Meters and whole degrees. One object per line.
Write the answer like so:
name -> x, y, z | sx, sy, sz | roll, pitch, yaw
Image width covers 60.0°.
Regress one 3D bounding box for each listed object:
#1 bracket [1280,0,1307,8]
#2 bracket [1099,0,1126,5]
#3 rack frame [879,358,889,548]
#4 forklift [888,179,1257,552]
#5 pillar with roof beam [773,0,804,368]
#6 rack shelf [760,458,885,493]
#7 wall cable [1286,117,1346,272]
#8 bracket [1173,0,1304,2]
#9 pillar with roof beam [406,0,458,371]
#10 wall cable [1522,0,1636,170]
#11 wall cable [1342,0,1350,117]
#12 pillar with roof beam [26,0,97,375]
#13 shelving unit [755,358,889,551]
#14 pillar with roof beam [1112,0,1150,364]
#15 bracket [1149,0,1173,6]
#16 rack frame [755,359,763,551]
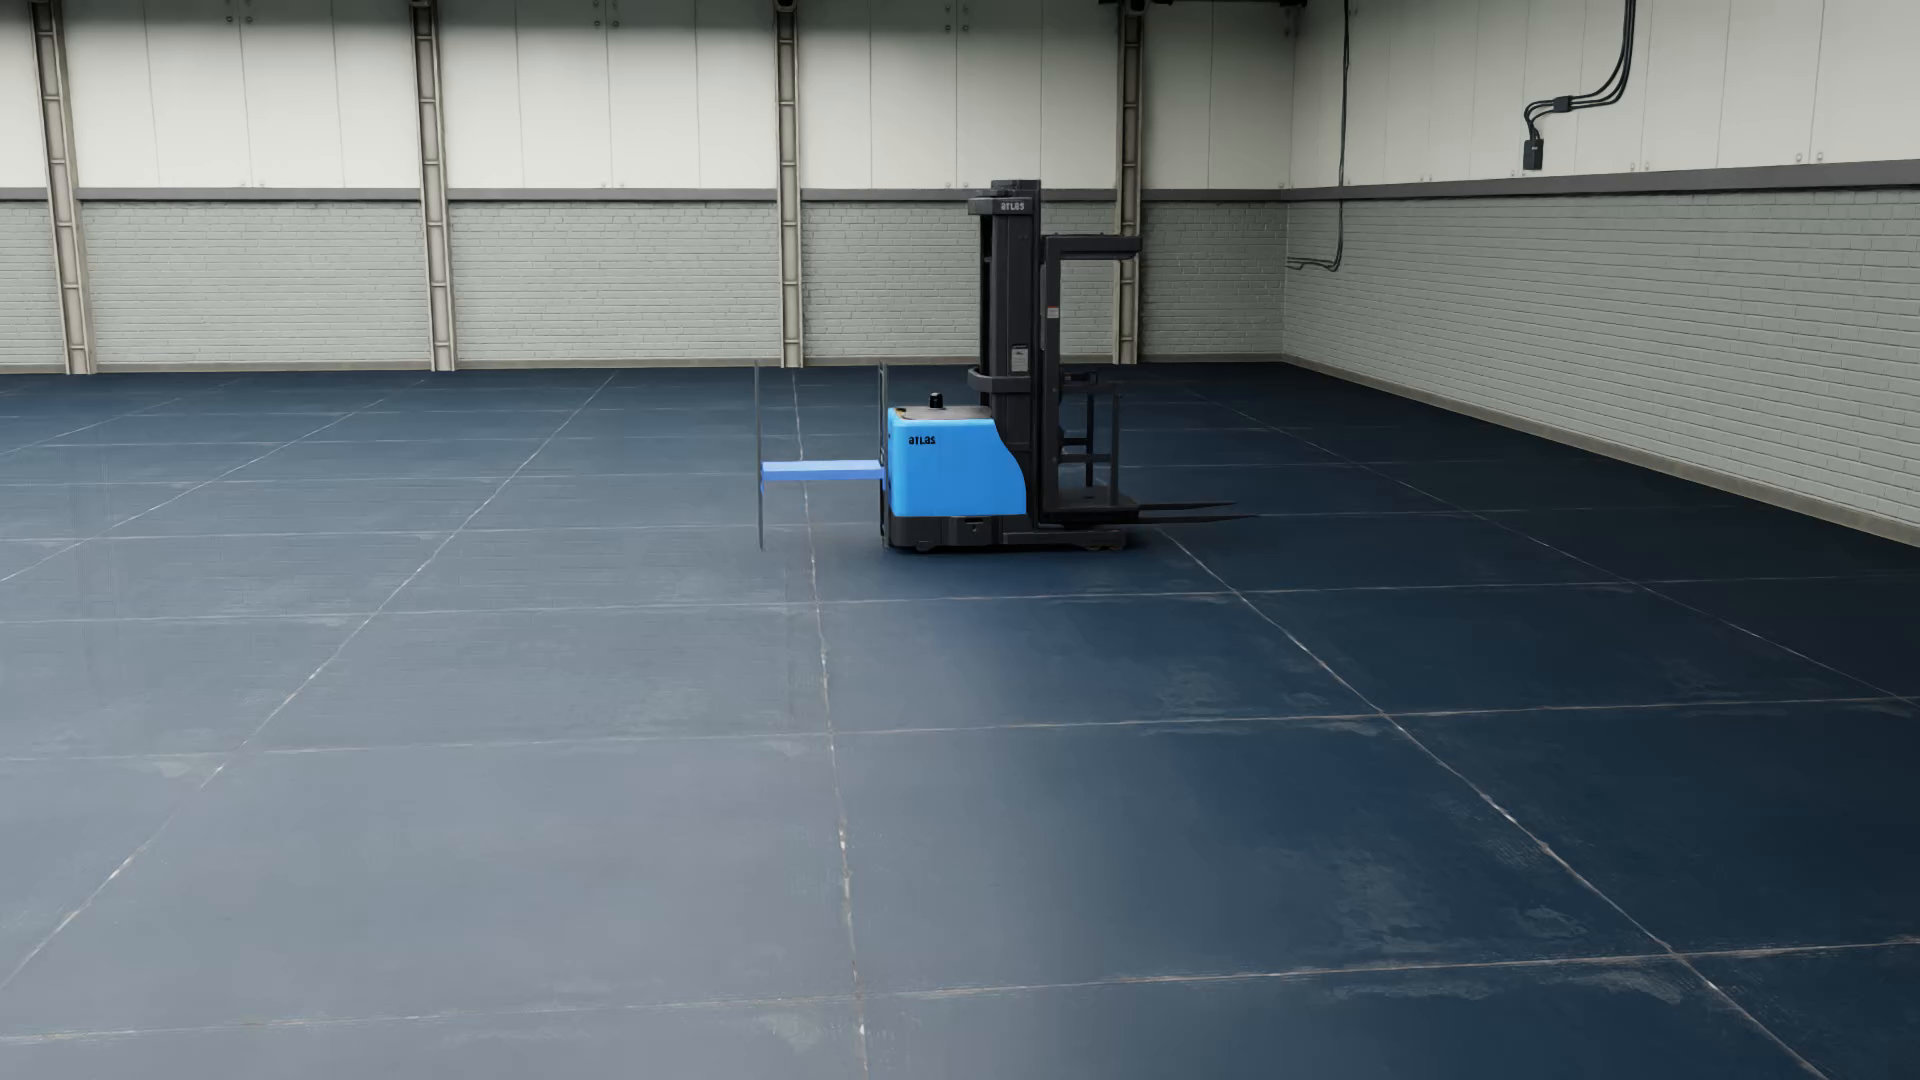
bracket -> 5.791, -9.373, 28.885 | 0.430, 0.232, 0.235 | -1, 11, -6
bracket -> 2.610, -9.306, 28.546 | 0.430, 0.232, 0.235 | -1, 11, -6
rack frame -> -0.627, -0.720, 13.642 | 0.032, 1.500, 0.500 | -1, 11, -7
forklift -> 0.914, -1.449, 13.639 | 3.031, 2.935, 1.130 | -1, 11, -7
pillar with roof beam -> -2.516, -6.666, 24.448 | 0.548, 9.000, 9.100 | -1, 11, -6
rack shelf -> -1.131, -0.531, 13.614 | 1.000, 0.185, 0.538 | -1, 11, -7
wall cable -> 6.056, -5.901, 28.605 | 0.112, 2.526, 3.097 | -1, 11, -6
bracket -> 5.204, -9.361, 28.822 | 3.189, 0.066, 0.076 | -1, 11, -6
pillar with roof beam -> -8.481, -6.541, 23.812 | 0.548, 9.000, 9.100 | -1, 11, -6
wall cable -> 7.065, -7.272, 18.715 | 0.169, 6.003, 2.305 | -1, 11, -6
wall cable -> 6.348, -7.860, 25.479 | 0.112, 2.526, 3.097 | -1, 11, -6
pillar with roof beam -> -14.446, -6.416, 23.177 | 0.548, 9.000, 9.100 | -1, 11, -6
shelving unit -> -1.131, -0.708, 13.579 | 1.048, 1.500, 0.538 | -1, 11, -7
pillar with roof beam -> 3.449, -6.791, 25.084 | 0.548, 9.000, 9.100 | -1, 11, -6
bracket -> 3.435, -9.323, 28.634 | 0.430, 0.232, 0.235 | -1, 11, -6
rack frame -> -1.635, -0.695, 13.517 | 0.032, 1.500, 0.500 | -1, 11, -7
